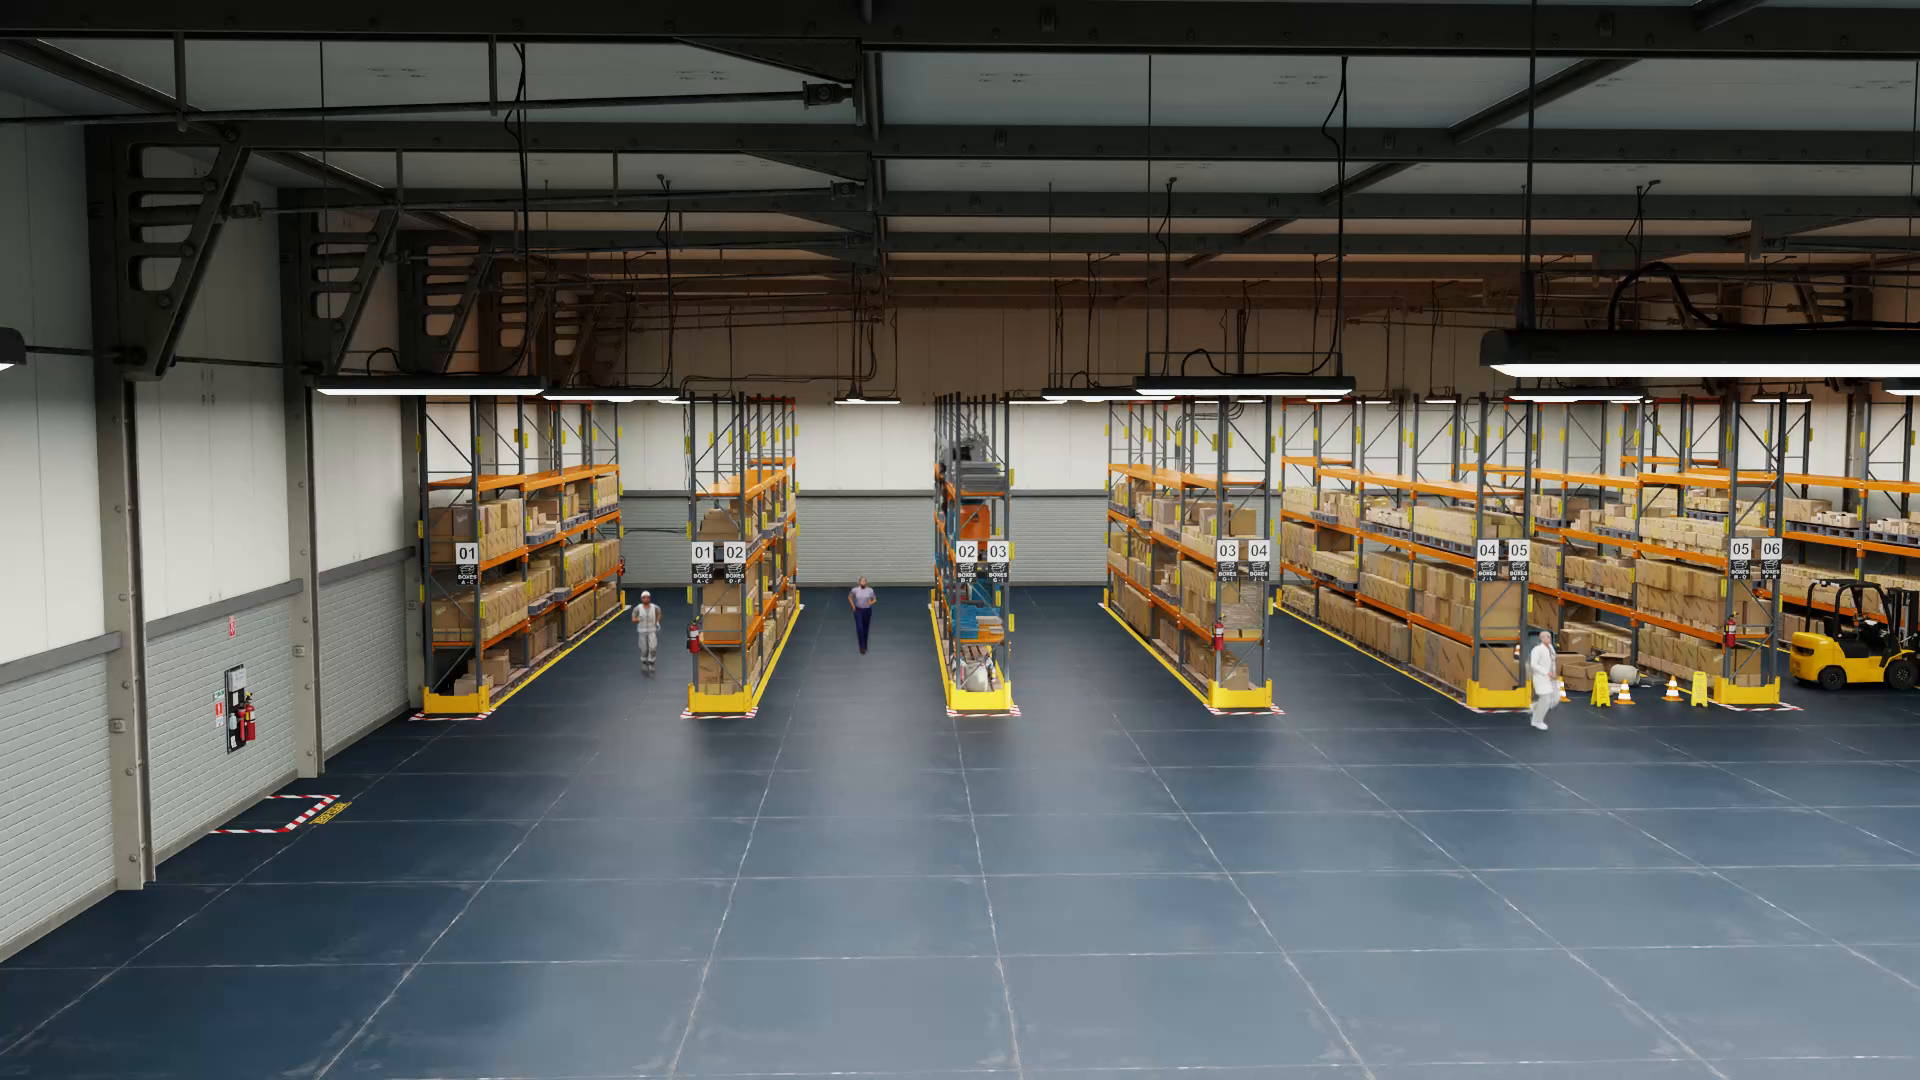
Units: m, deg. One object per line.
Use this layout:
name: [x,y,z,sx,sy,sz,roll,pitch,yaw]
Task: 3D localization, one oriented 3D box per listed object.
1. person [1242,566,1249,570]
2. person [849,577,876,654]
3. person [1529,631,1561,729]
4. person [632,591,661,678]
person: [7.907,1.114,47.460,0.736,1.643,0.603,1,5,7]
person: [-2.150,1.653,36.952,0.603,1.687,0.745,-1,5,-13]
person: [10.423,2.486,29.644,0.748,1.738,0.649,-4,6,-39]
person: [-6.645,2.002,35.299,0.637,1.839,0.739,-1,5,-13]
